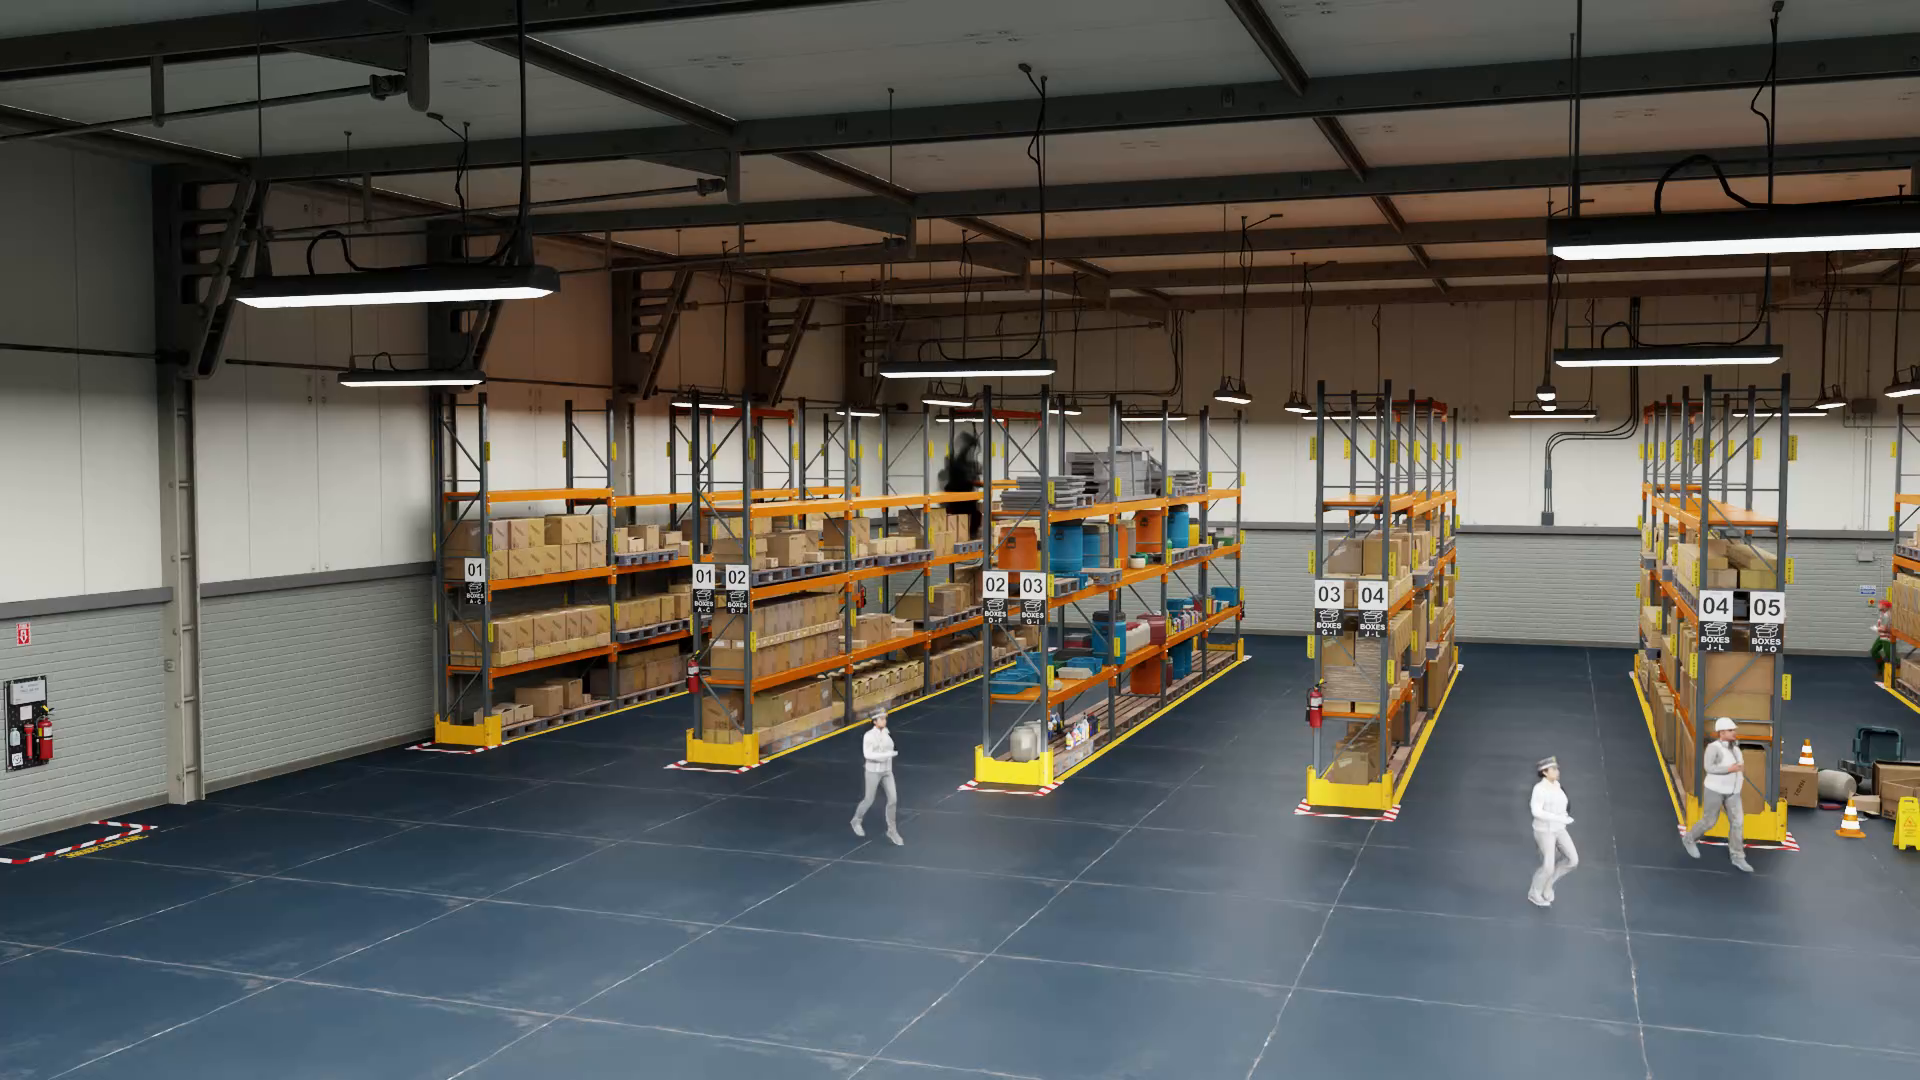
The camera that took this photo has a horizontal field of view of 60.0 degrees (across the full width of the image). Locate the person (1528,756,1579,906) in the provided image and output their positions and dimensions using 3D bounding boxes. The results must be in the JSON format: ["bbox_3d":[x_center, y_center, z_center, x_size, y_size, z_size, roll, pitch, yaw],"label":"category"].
[{"bbox_3d":[6.490,3.186,18.198,0.671,1.668,0.562,-3,4,-40],"label":"person"}]

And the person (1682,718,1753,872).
[{"bbox_3d":[9.174,3.020,20.019,0.656,1.776,0.943,-1,3,-20],"label":"person"}]

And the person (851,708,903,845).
[{"bbox_3d":[-1.078,3.014,21.349,0.806,1.736,0.612,3,4,43],"label":"person"}]

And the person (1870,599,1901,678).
[{"bbox_3d":[20.330,2.182,36.430,0.714,1.778,0.685,1,3,22],"label":"person"}]
